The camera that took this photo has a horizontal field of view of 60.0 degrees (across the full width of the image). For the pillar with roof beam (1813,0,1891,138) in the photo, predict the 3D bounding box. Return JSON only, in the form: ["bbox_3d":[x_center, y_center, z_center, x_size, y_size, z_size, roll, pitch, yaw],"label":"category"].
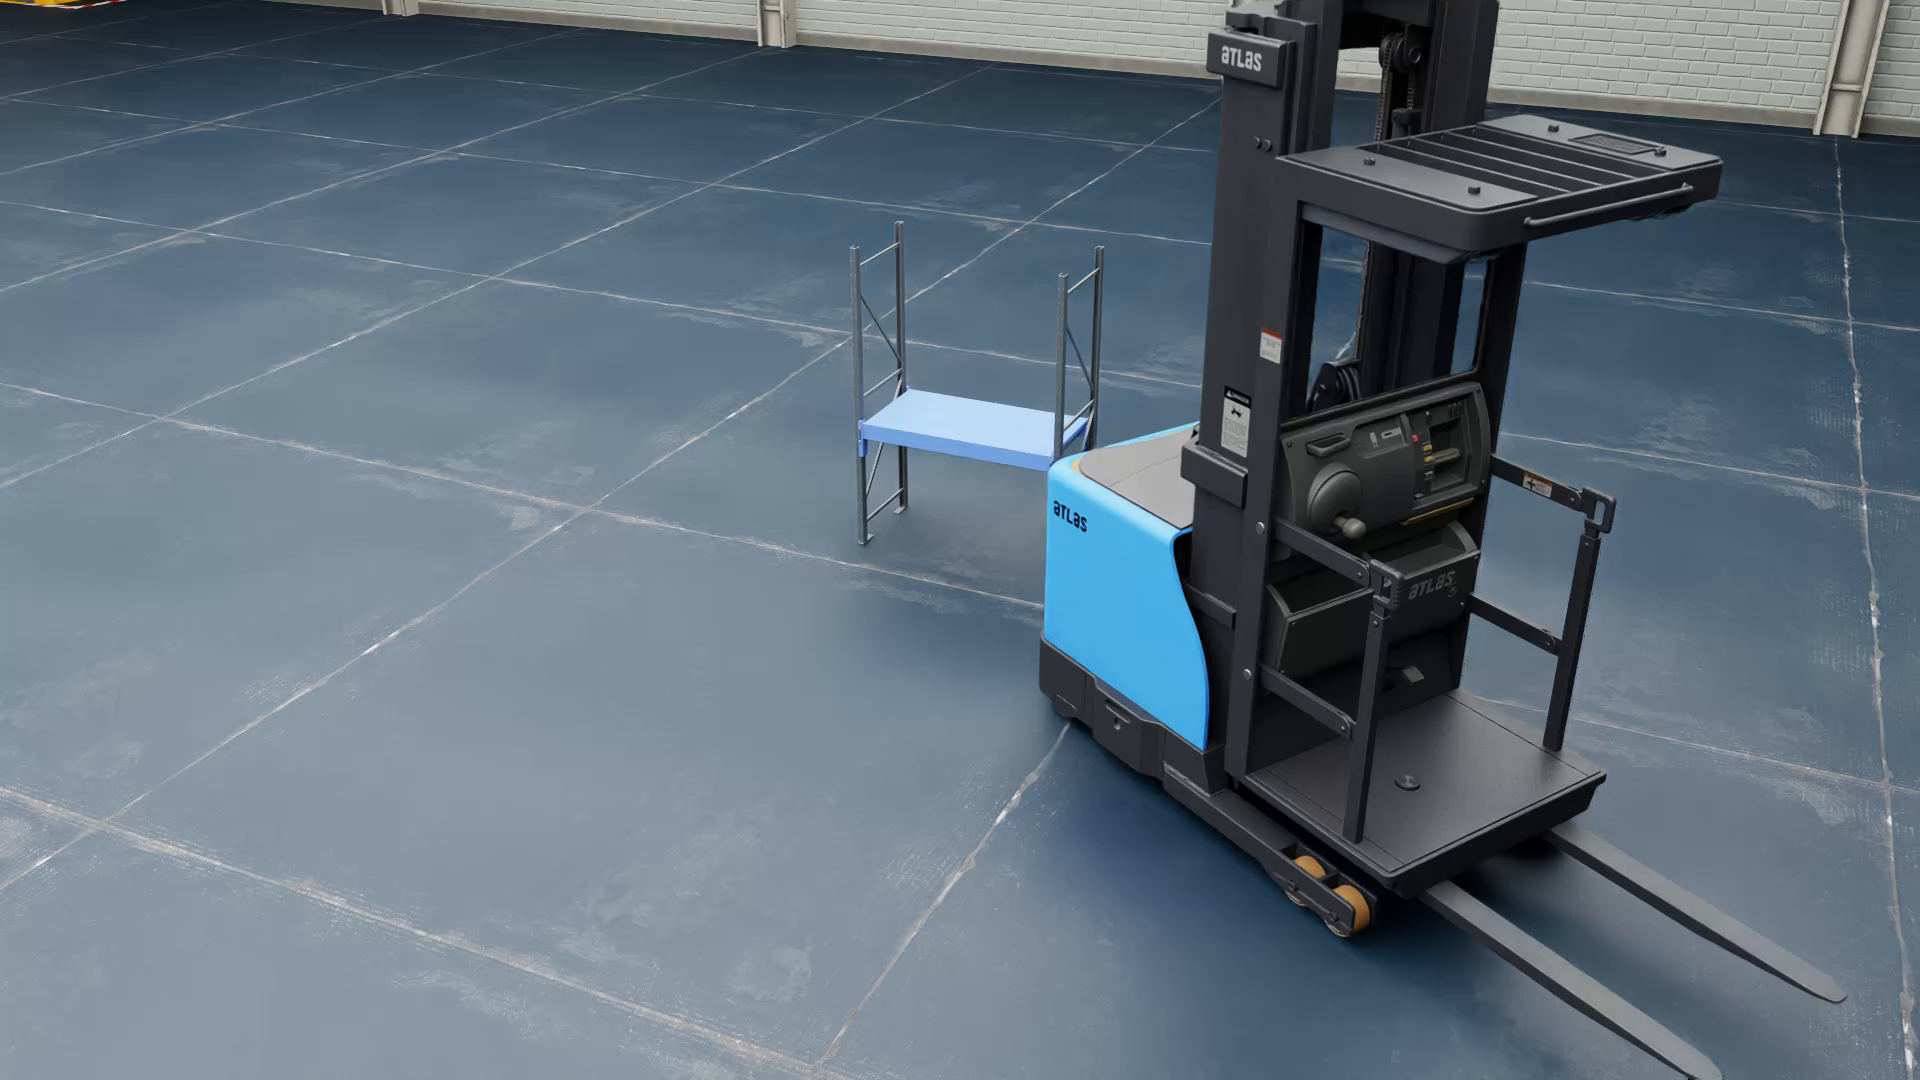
[{"bbox_3d":[6.855,-6.323,10.905,0.400,9.000,9.100,11,28,22],"label":"pillar with roof beam"}]

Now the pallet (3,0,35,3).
[{"bbox_3d":[-13.663,-8.133,24.530,1.213,0.211,1.003,11,28,22],"label":"pallet"}]

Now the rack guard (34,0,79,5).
[{"bbox_3d":[-12.928,-8.135,24.207,0.348,0.500,1.175,11,28,22],"label":"rack guard"}]

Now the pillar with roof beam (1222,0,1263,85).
[{"bbox_3d":[1.393,-7.420,13.133,0.400,9.000,9.100,11,28,22],"label":"pillar with roof beam"}]

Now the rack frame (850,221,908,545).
[{"bbox_3d":[-0.385,-0.750,8.076,0.032,1.500,0.500,11,28,22],"label":"rack frame"}]

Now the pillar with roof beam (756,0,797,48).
[{"bbox_3d":[-4.069,-8.517,15.361,0.400,9.000,9.100,11,28,22],"label":"pillar with roof beam"}]

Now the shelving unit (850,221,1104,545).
[{"bbox_3d":[0.078,-0.657,7.887,1.048,1.500,0.538,11,28,22],"label":"shelving unit"}]

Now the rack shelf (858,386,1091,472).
[{"bbox_3d":[0.078,-0.496,7.967,1.000,0.185,0.538,11,28,22],"label":"rack shelf"}]

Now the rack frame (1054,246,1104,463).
[{"bbox_3d":[0.540,-0.564,7.698,0.032,1.500,0.500,11,28,22],"label":"rack frame"}]

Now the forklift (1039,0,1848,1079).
[{"bbox_3d":[1.552,-0.230,5.399,1.130,2.935,3.031,-16,30,-29],"label":"forklift"}]

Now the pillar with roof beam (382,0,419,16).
[{"bbox_3d":[-9.530,-9.614,17.590,0.400,9.000,9.100,11,28,22],"label":"pillar with roof beam"}]
